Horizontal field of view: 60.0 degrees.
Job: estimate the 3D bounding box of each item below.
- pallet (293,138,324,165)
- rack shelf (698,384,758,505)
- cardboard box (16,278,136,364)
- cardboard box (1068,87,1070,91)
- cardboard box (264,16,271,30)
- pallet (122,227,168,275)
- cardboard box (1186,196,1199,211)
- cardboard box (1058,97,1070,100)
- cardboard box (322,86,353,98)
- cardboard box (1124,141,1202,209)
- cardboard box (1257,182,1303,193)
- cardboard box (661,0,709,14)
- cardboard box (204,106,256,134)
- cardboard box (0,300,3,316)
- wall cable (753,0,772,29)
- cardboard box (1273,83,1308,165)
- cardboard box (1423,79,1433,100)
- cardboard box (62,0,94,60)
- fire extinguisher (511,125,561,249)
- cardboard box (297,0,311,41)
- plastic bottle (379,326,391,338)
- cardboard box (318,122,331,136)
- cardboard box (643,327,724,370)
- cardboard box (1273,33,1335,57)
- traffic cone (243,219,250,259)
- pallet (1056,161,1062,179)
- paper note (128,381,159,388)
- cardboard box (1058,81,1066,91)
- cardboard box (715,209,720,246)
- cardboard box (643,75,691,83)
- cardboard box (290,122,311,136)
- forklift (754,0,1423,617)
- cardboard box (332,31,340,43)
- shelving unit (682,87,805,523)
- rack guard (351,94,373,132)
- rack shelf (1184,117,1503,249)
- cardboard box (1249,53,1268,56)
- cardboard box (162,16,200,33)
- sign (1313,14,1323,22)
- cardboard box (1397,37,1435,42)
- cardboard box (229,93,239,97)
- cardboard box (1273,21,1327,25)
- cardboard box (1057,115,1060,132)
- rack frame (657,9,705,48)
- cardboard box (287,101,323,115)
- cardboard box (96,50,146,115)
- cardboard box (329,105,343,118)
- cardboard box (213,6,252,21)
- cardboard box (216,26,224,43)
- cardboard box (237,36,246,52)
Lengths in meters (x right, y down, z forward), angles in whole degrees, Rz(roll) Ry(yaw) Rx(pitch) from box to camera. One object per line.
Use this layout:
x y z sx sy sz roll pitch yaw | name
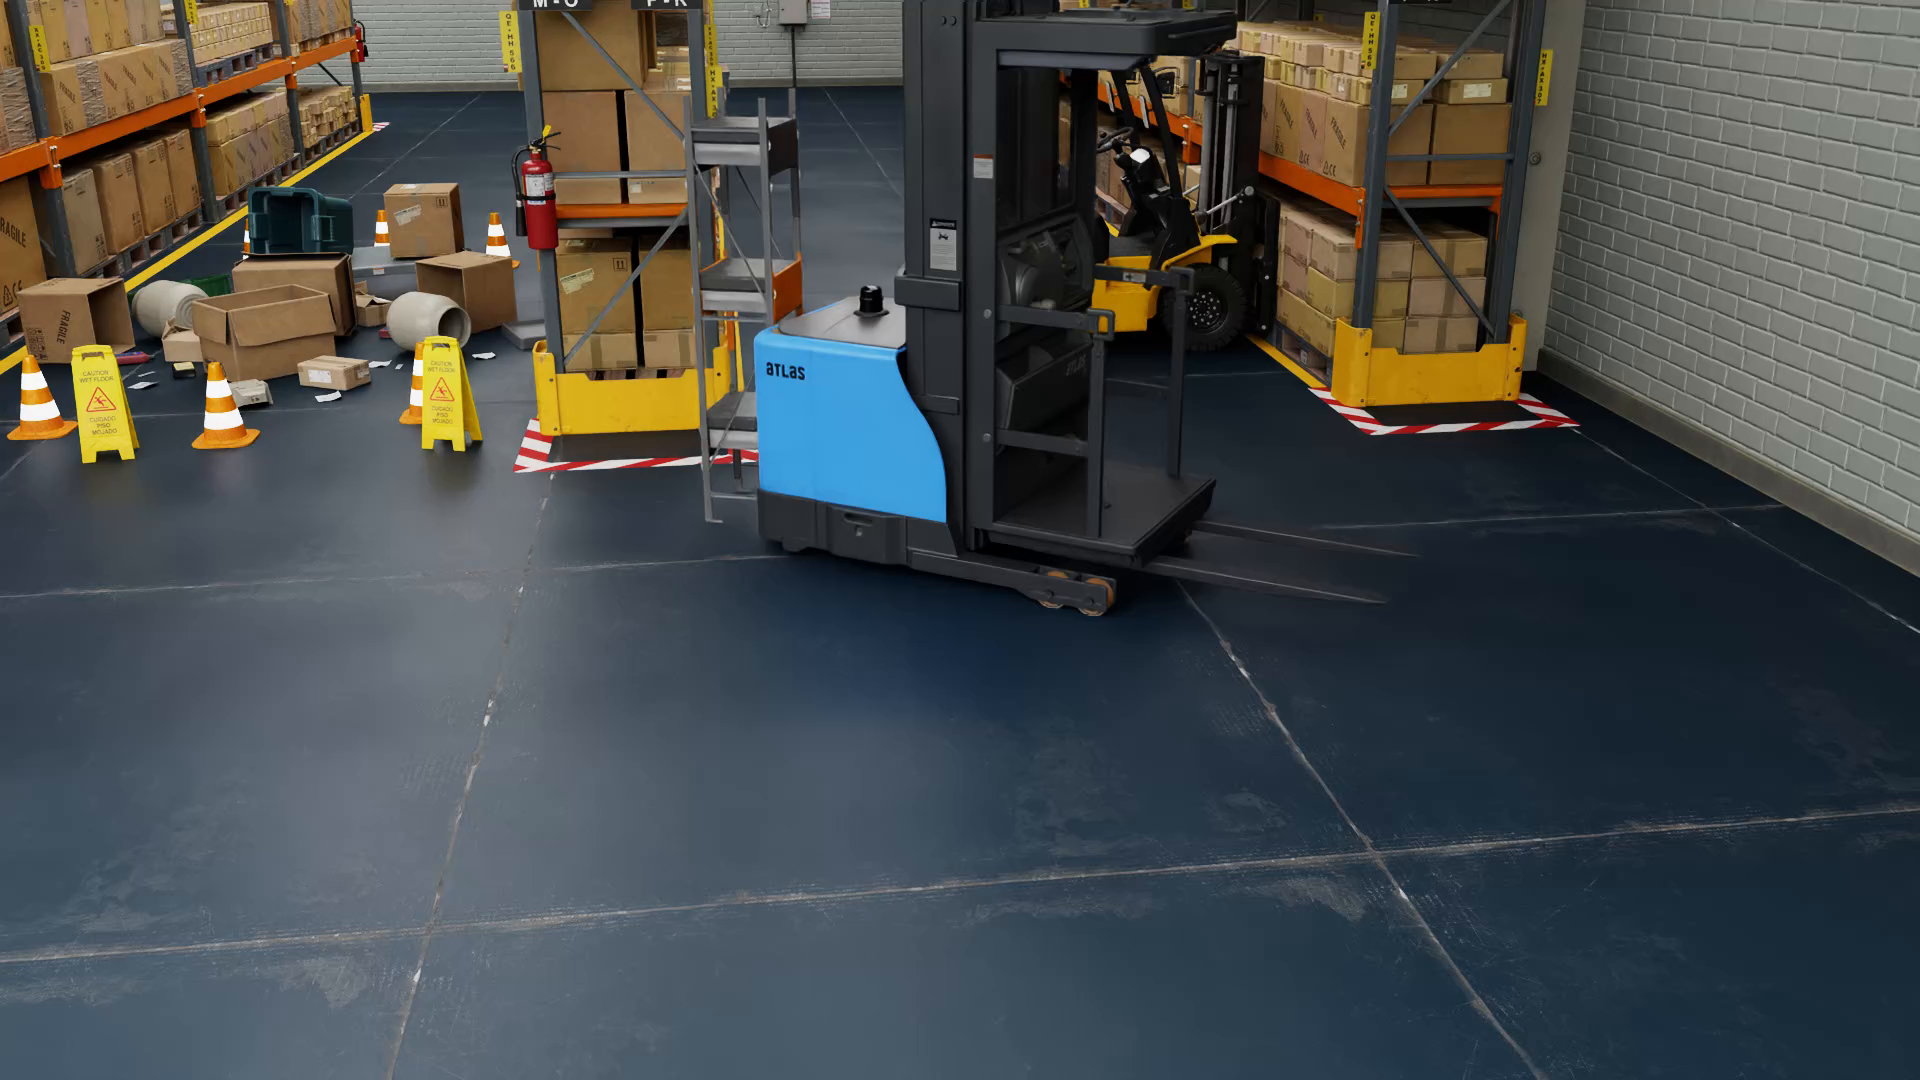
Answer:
-8.676 -4.878 20.976 1.003 0.211 1.213 -3 21 -8 | pallet
-1.049 -0.481 8.537 0.431 0.518 0.480 4 21 10 | rack shelf
-6.152 -1.528 11.590 0.500 0.500 0.500 1 20 2 | cardboard box
1.589 -5.707 21.254 0.380 0.149 0.250 -4 21 -10 | cardboard box
-8.292 -6.044 19.446 0.380 0.149 0.250 -2 21 -6 | cardboard box
-7.756 -2.564 14.780 1.003 0.211 1.213 -3 21 -8 | pallet
2.168 -2.680 13.720 0.500 0.250 0.500 -3 21 -8 | cardboard box
1.289 -5.233 19.986 0.380 0.149 0.250 -2 21 -6 | cardboard box
-8.794 -6.308 23.443 0.380 0.149 0.250 -3 21 -7 | cardboard box
2.103 -3.514 16.131 0.875 0.625 0.625 -4 21 -10 | cardboard box
2.310 -2.565 12.696 0.500 0.250 0.500 -2 21 -6 | cardboard box
-2.225 -4.336 13.443 0.380 0.149 0.250 -3 21 -8 | cardboard box
-7.959 -4.544 17.997 0.500 0.250 0.500 -3 21 -7 | cardboard box
-7.236 -1.852 11.324 0.875 0.875 0.875 -3 21 -7 | cardboard box
-3.671 -10.126 29.589 0.588 1.984 0.122 -3 21 -8 | wall cable
2.510 -2.897 11.542 0.500 0.500 0.500 -3 21 -9 | cardboard box
3.090 -2.899 10.620 0.380 0.149 0.250 -3 21 -8 | cardboard box
-7.617 -4.224 13.666 0.700 0.500 0.500 -3 21 -7 | cardboard box
-2.370 -1.985 9.353 0.296 0.674 0.183 -3 21 -8 | fire extinguisher
-8.445 -6.495 20.751 0.500 0.500 0.500 -3 21 -8 | cardboard box
-4.177 -1.551 12.280 0.133 0.061 0.283 1 20 2 | plastic bottle
-8.506 -5.404 21.873 0.380 0.149 0.250 -3 21 -9 | cardboard box
-1.773 -1.286 10.701 0.500 0.250 0.500 -3 21 -8 | cardboard box
2.474 -3.558 11.959 0.380 0.149 0.250 -3 21 -8 | cardboard box
-6.090 -2.536 14.345 0.336 0.463 0.334 -3 21 -8 | traffic cone
1.584 -4.481 19.911 1.003 0.211 1.213 -3 21 -8 | pallet
-5.355 -1.021 10.910 0.144 0.017 0.142 4 21 11 | paper note
1.124 -5.734 20.901 0.380 0.149 0.250 -4 21 -10 | cardboard box
-1.921 -2.000 11.542 0.500 0.500 0.500 -3 21 -7 | cardboard box
-1.803 -2.627 10.395 0.500 0.500 0.500 -2 21 -6 | cardboard box
-8.280 -5.096 20.622 0.380 0.149 0.250 -2 21 -5 | cardboard box
0.571 -1.247 7.366 3.031 2.935 1.130 10 23 25 | forklift
-8.685 -6.861 22.658 0.380 0.149 0.250 -2 21 -6 | cardboard box
-1.049 -1.150 8.291 0.431 2.100 0.503 4 21 10 | shelving unit
-9.110 -6.141 23.945 1.175 0.500 0.348 -3 21 -8 | rack guard
2.692 -2.691 12.161 1.077 0.370 4.000 -3 21 -8 | rack shelf
2.346 -3.503 12.237 0.380 0.149 0.250 -4 21 -9 | cardboard box
-7.884 -5.189 16.732 0.380 0.149 0.250 -3 21 -9 | cardboard box
2.953 -4.191 13.801 0.100 0.325 0.005 -3 21 -8 | sign
3.063 -3.408 11.558 0.380 0.149 0.250 -3 21 -9 | cardboard box
-8.699 -5.062 19.382 0.500 0.250 0.500 -4 21 -10 | cardboard box
2.749 -4.115 13.451 0.380 0.149 0.250 -3 21 -8 | cardboard box
1.320 -4.800 19.754 0.500 0.500 0.500 -4 21 -10 | cardboard box
-2.507 -3.469 13.216 1.000 3.000 0.127 -3 21 -8 | rack frame
-8.471 -5.588 21.515 0.380 0.149 0.250 -2 21 -7 | cardboard box
-7.417 -3.950 14.363 0.500 0.500 0.500 -3 21 -7 | cardboard box
-8.598 -5.812 22.541 0.380 0.149 0.250 -3 21 -7 | cardboard box
-8.180 -5.909 18.658 0.380 0.149 0.250 -3 21 -8 | cardboard box
-7.993 -5.324 17.518 0.380 0.149 0.250 -3 21 -8 | cardboard box
-8.100 -5.454 18.292 0.380 0.149 0.250 -2 21 -5 | cardboard box
